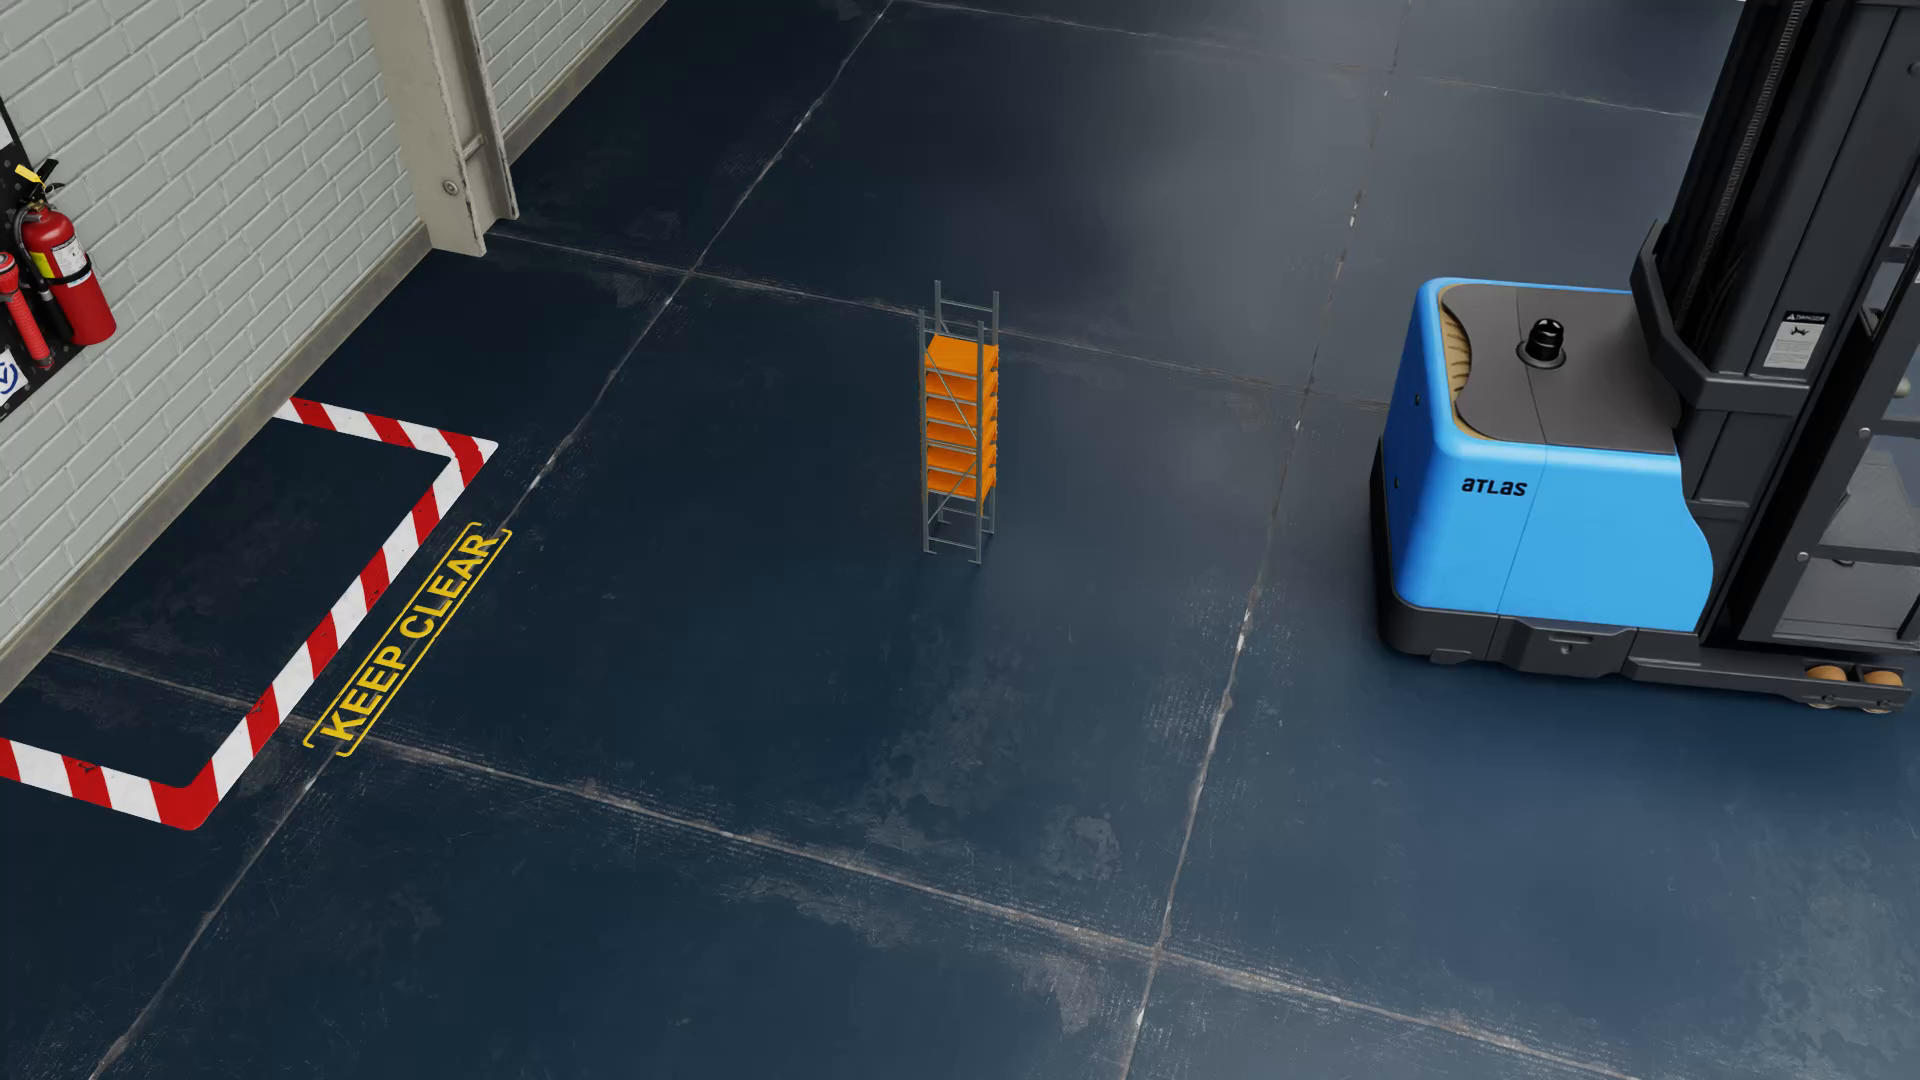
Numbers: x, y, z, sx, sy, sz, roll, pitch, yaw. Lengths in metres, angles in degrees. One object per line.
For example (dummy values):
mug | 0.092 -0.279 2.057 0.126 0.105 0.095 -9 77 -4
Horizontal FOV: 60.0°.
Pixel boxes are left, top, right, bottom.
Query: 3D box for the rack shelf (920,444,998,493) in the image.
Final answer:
rack shelf | -0.004 -0.302 6.436 0.258 0.103 0.180 13 46 12

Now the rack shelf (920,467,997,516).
rack shelf | -0.004 -0.216 6.519 0.258 0.103 0.180 13 46 12

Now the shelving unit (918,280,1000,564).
shelving unit | -0.004 -0.419 6.321 0.258 1.200 0.189 13 46 12

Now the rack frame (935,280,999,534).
rack frame | 0.023 -0.480 6.383 0.240 1.200 0.006 13 46 12

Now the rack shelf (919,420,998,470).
rack shelf | -0.004 -0.387 6.352 0.258 0.103 0.180 13 46 12

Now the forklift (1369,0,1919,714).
forklift | 3.145 -0.809 5.481 3.031 2.935 1.130 5 45 5

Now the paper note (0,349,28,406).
paper note | -3.342 -0.569 5.817 0.016 0.148 0.142 13 46 13

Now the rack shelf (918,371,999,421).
rack shelf | -0.004 -0.559 6.184 0.258 0.103 0.180 13 46 12

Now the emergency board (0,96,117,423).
emergency board | -3.223 -0.987 5.614 0.194 1.169 0.643 13 46 13

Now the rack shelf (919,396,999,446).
rack shelf | -0.004 -0.473 6.268 0.258 0.103 0.180 13 46 12

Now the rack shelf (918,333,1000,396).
rack shelf | -0.004 -0.645 6.100 0.258 0.103 0.180 13 46 12

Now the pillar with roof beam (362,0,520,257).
pillar with roof beam | 1.665 -3.859 4.259 9.100 9.000 0.400 13 46 13

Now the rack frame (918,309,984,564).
rack frame | -0.032 -0.358 6.258 0.240 1.200 0.006 13 46 12
